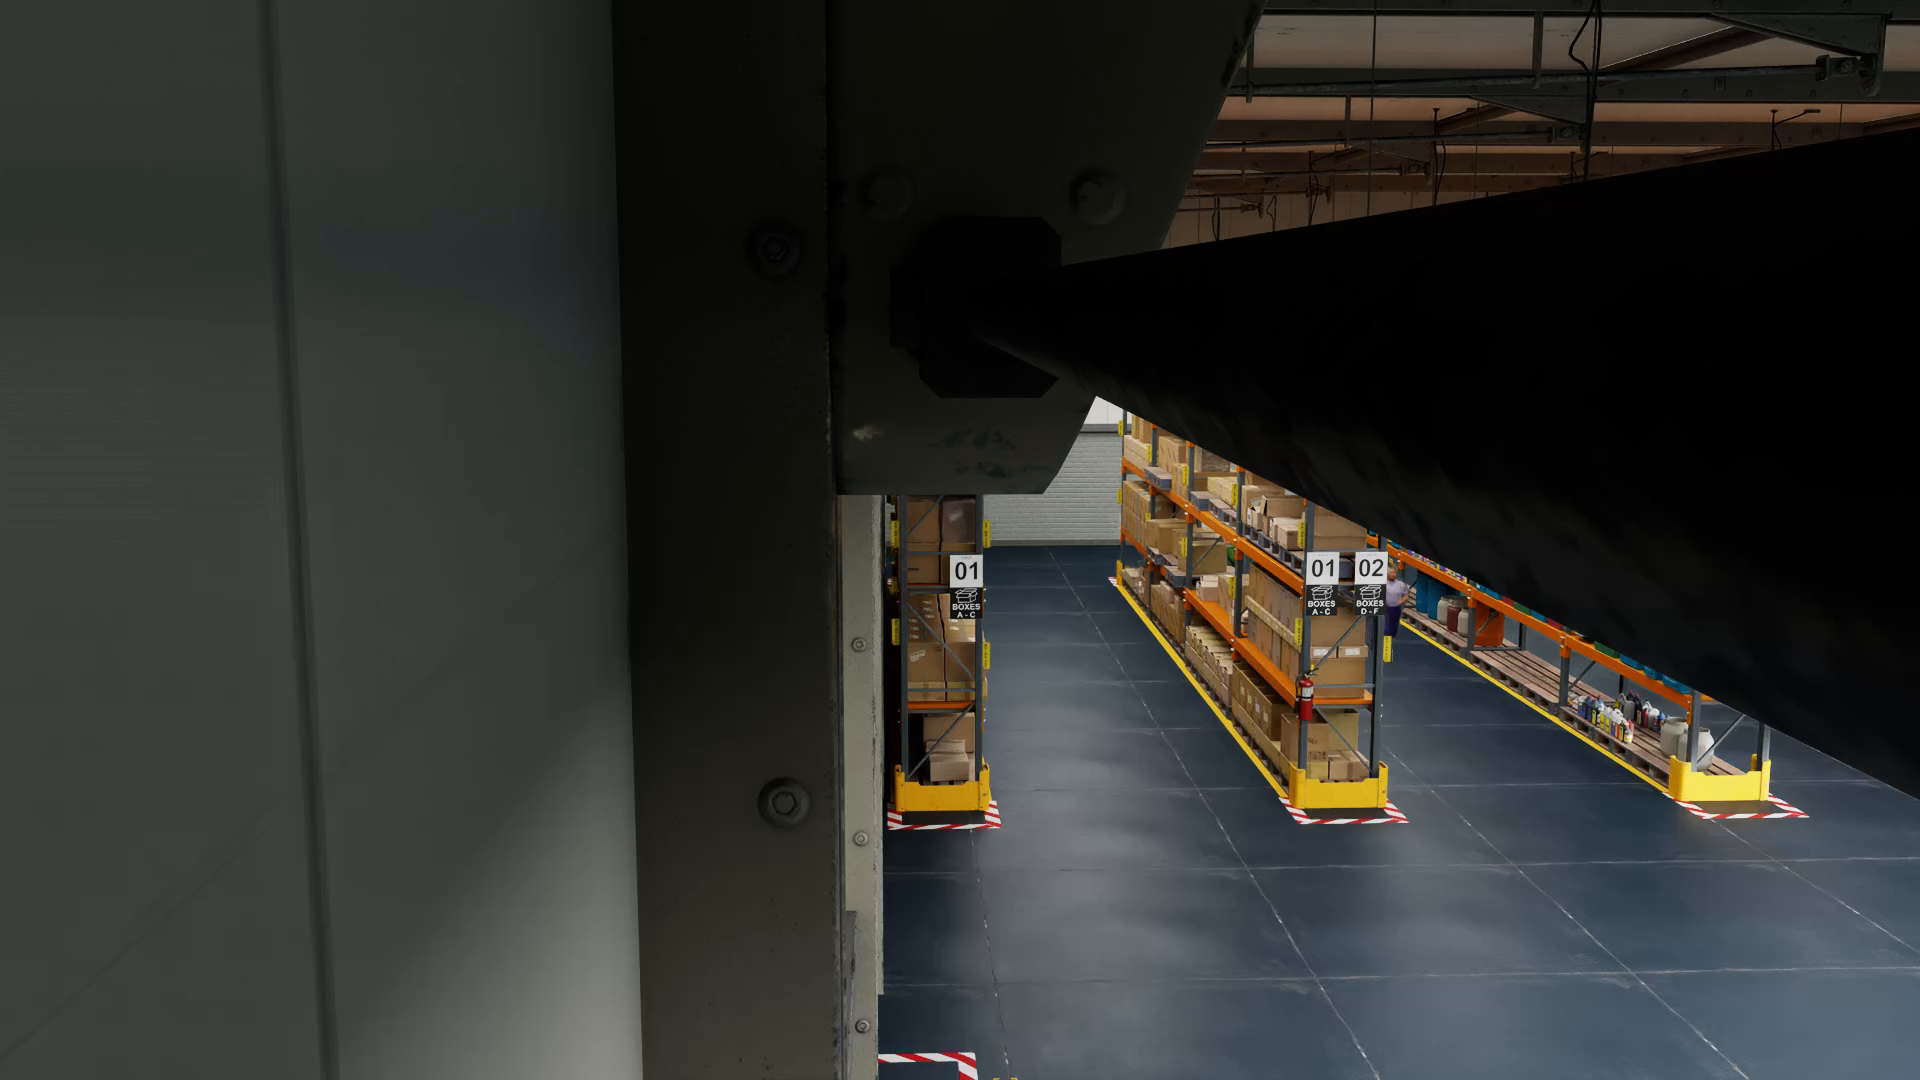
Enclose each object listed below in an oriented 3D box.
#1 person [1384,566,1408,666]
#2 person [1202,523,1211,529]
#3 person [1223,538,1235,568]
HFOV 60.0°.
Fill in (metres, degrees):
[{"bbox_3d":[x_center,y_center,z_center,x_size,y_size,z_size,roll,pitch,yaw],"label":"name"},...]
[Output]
[{"bbox_3d":[7.435,1.266,28.790,0.610,1.657,0.915,0,8,-2],"label":"person"},{"bbox_3d":[5.490,0.076,37.179,0.526,1.594,0.608,5,10,29],"label":"person"},{"bbox_3d":[5.867,0.139,36.203,0.708,1.717,0.630,-3,9,-22],"label":"person"}]
